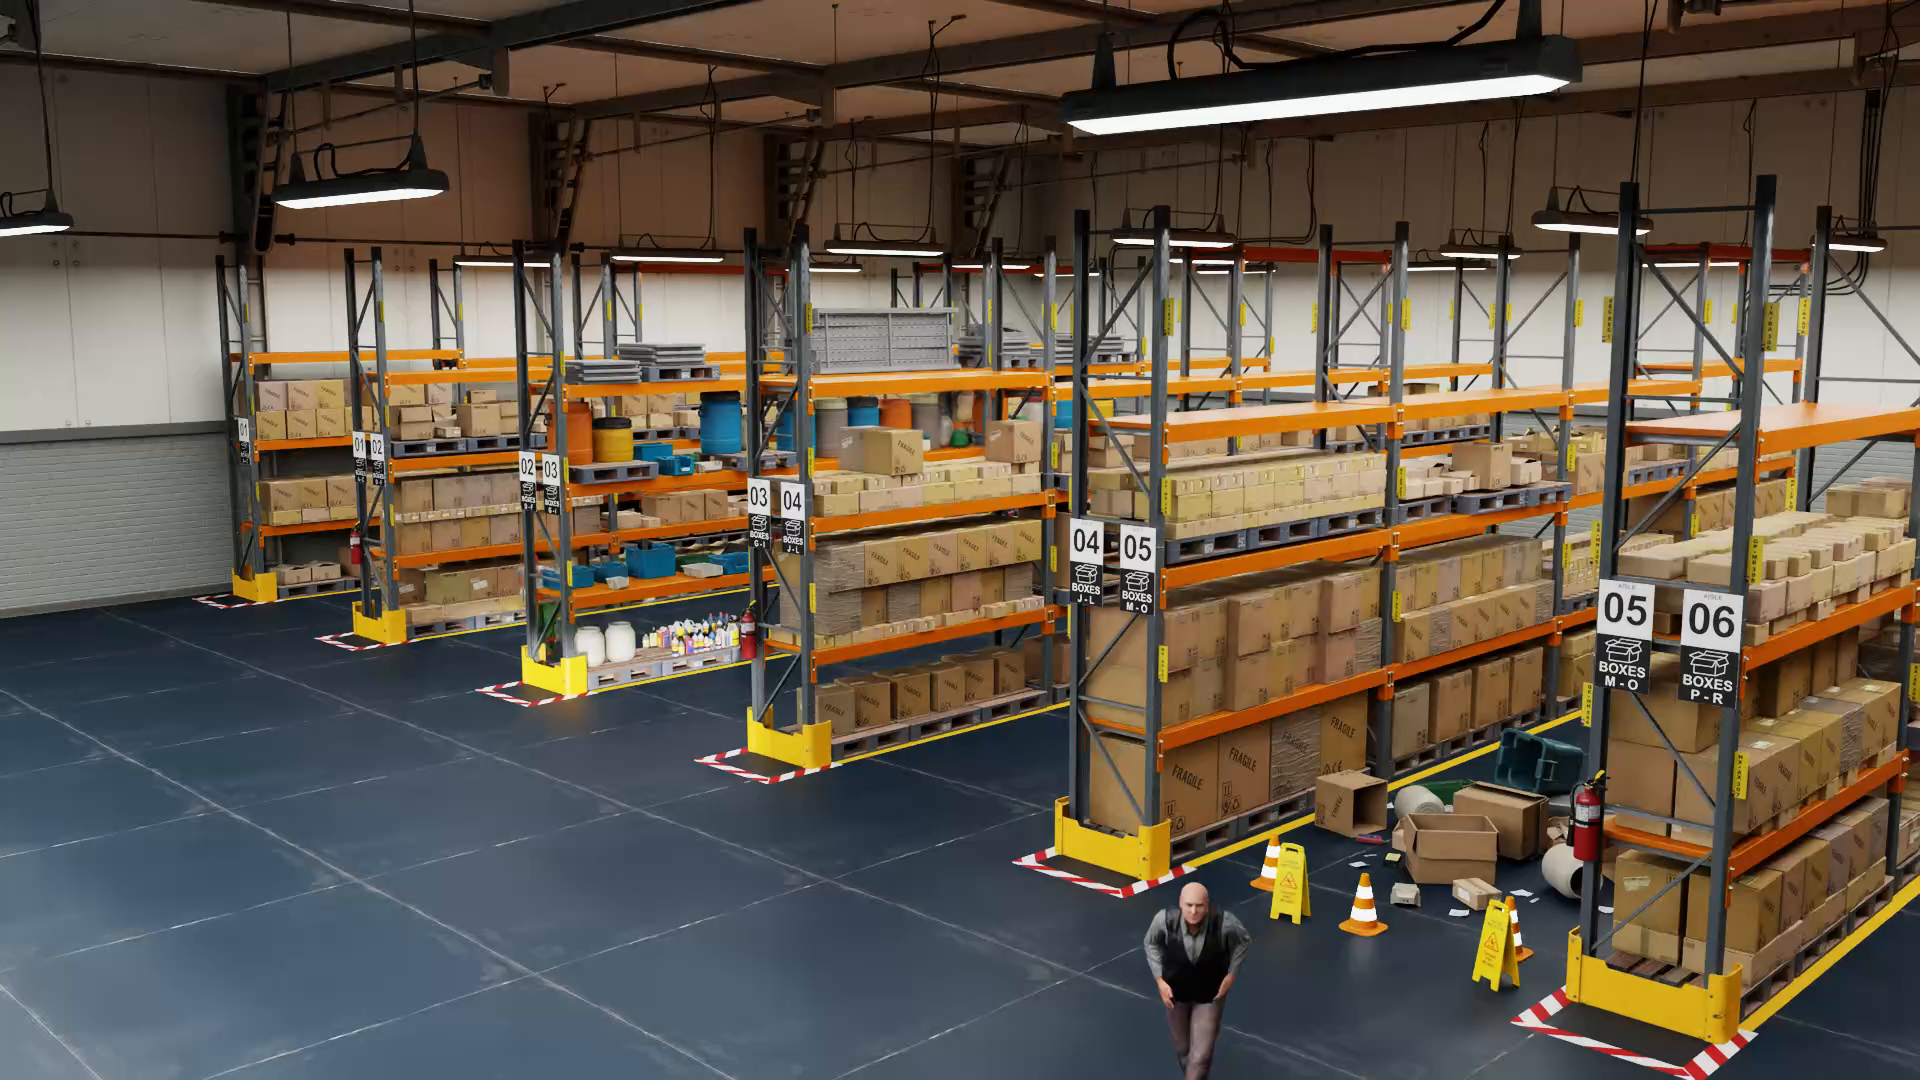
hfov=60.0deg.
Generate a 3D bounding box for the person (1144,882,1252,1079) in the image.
[{"bbox_3d":[1.505,2.883,10.616,0.671,1.678,0.940,1,8,6],"label":"person"}]

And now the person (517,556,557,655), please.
[{"bbox_3d":[-6.200,0.947,24.331,0.693,1.590,0.783,2,8,11],"label":"person"}]
